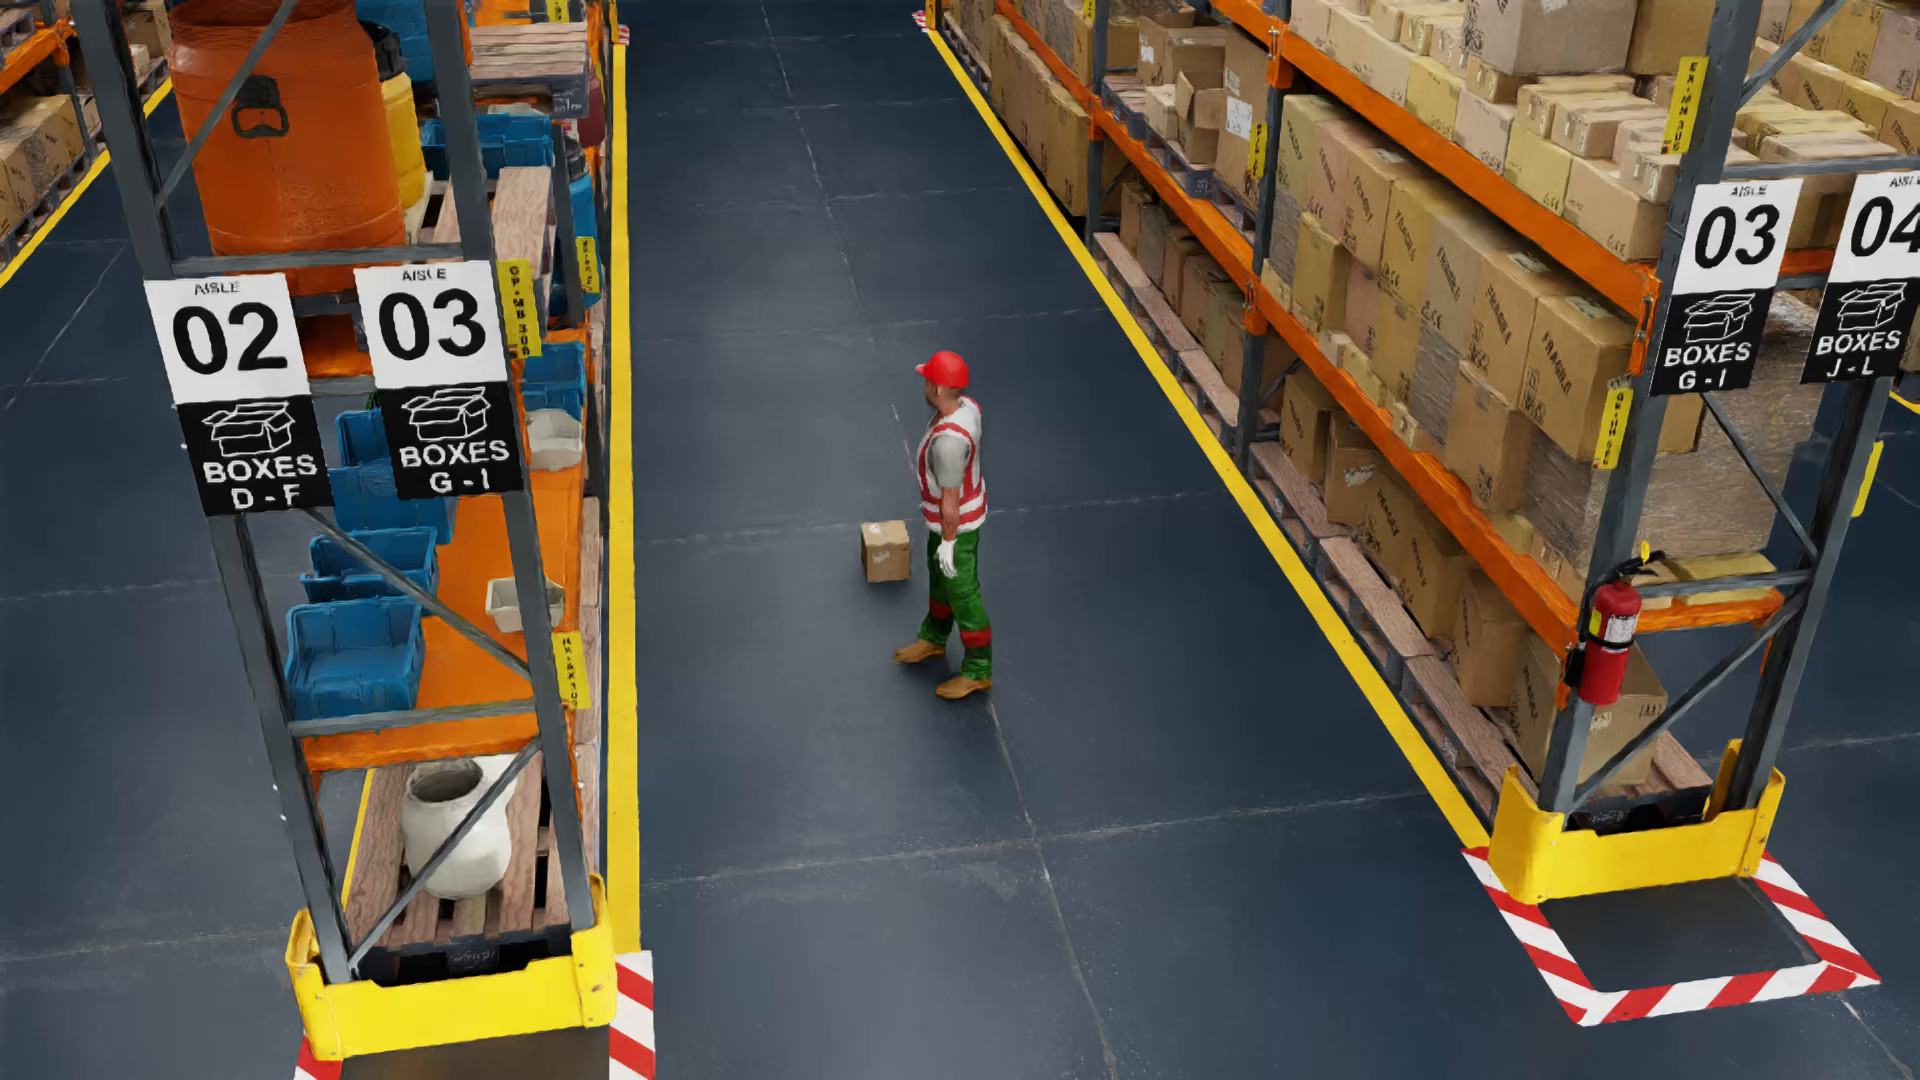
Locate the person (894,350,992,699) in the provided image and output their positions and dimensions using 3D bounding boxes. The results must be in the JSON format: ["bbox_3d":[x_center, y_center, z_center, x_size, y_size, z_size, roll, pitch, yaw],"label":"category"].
[{"bbox_3d":[-0.086,-0.090,8.229,0.525,1.792,0.575,3,31,4],"label":"person"}]
